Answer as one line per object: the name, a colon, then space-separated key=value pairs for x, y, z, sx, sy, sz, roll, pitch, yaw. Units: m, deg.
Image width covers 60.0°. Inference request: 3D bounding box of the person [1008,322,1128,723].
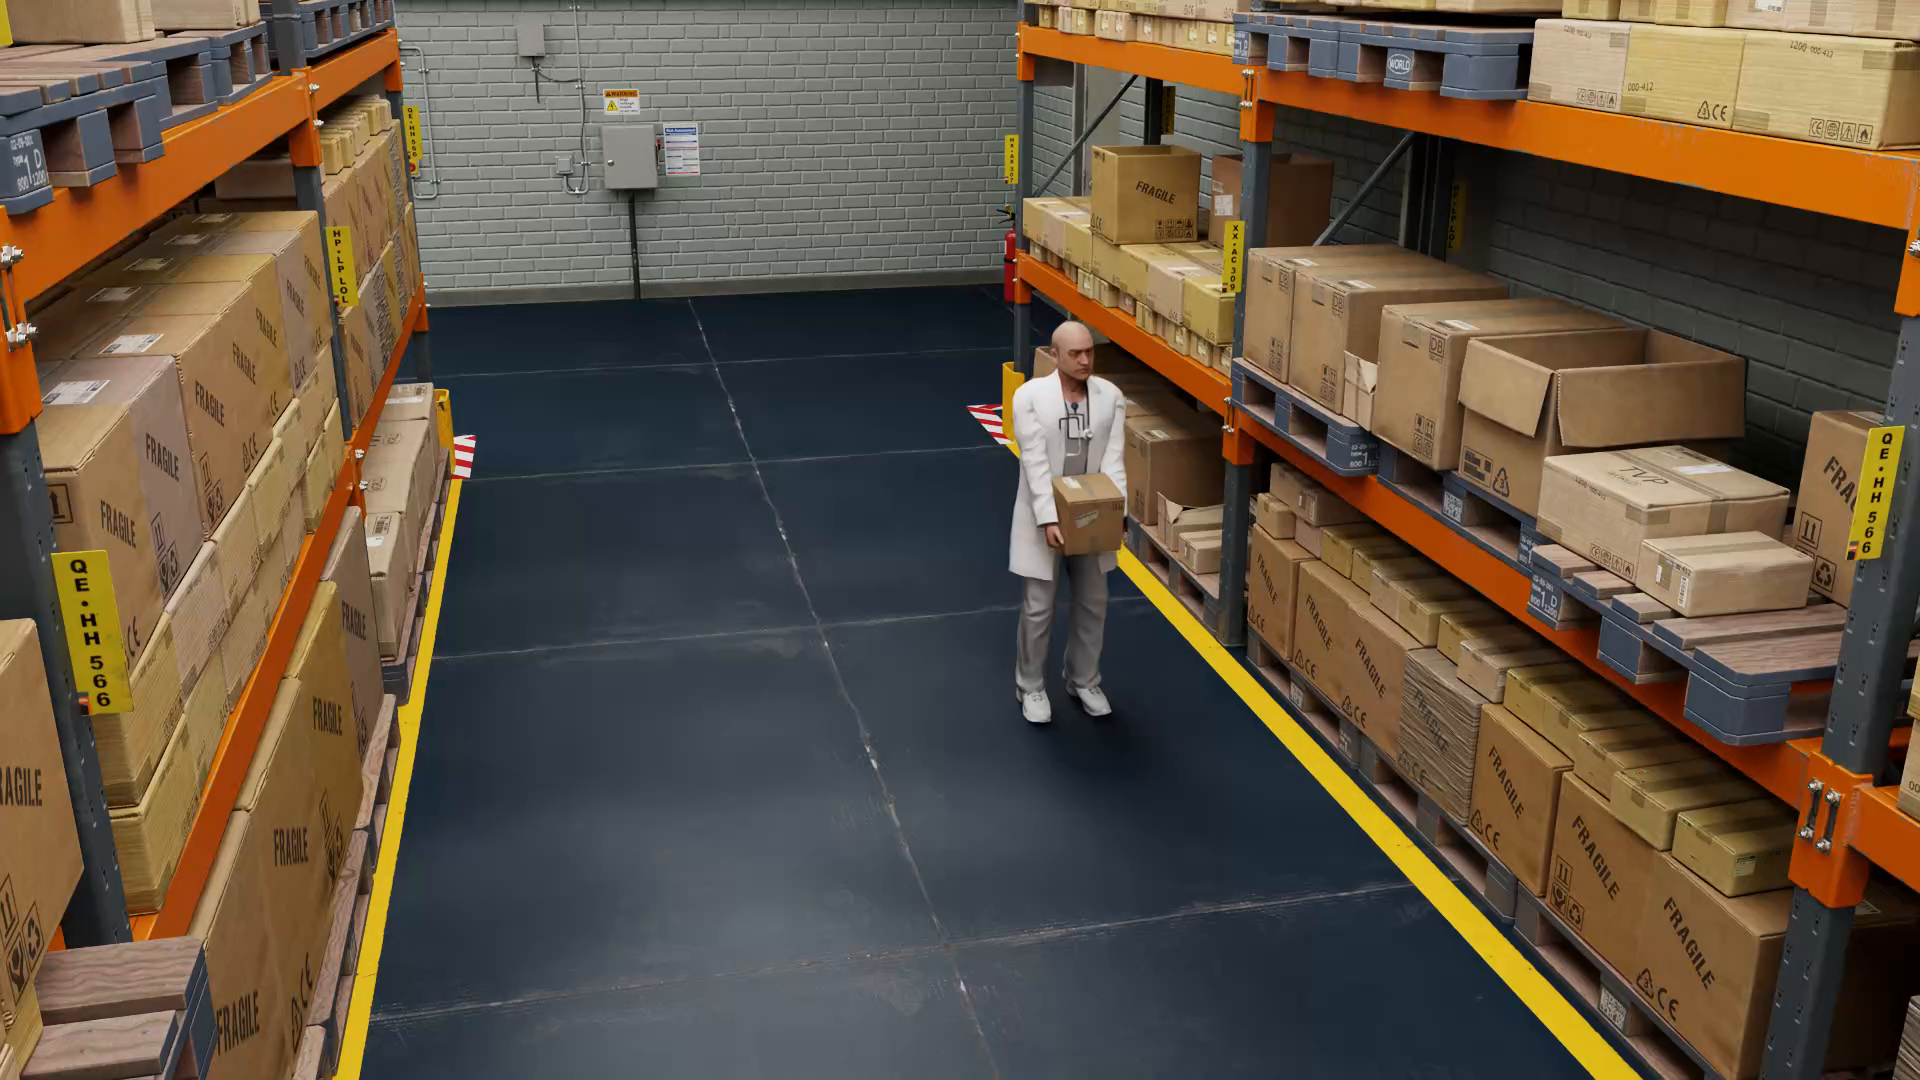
person: x=0.488 y=-0.046 z=7.244 sx=0.528 sy=1.757 sz=0.565 roll=-5 pitch=20 yaw=-15
